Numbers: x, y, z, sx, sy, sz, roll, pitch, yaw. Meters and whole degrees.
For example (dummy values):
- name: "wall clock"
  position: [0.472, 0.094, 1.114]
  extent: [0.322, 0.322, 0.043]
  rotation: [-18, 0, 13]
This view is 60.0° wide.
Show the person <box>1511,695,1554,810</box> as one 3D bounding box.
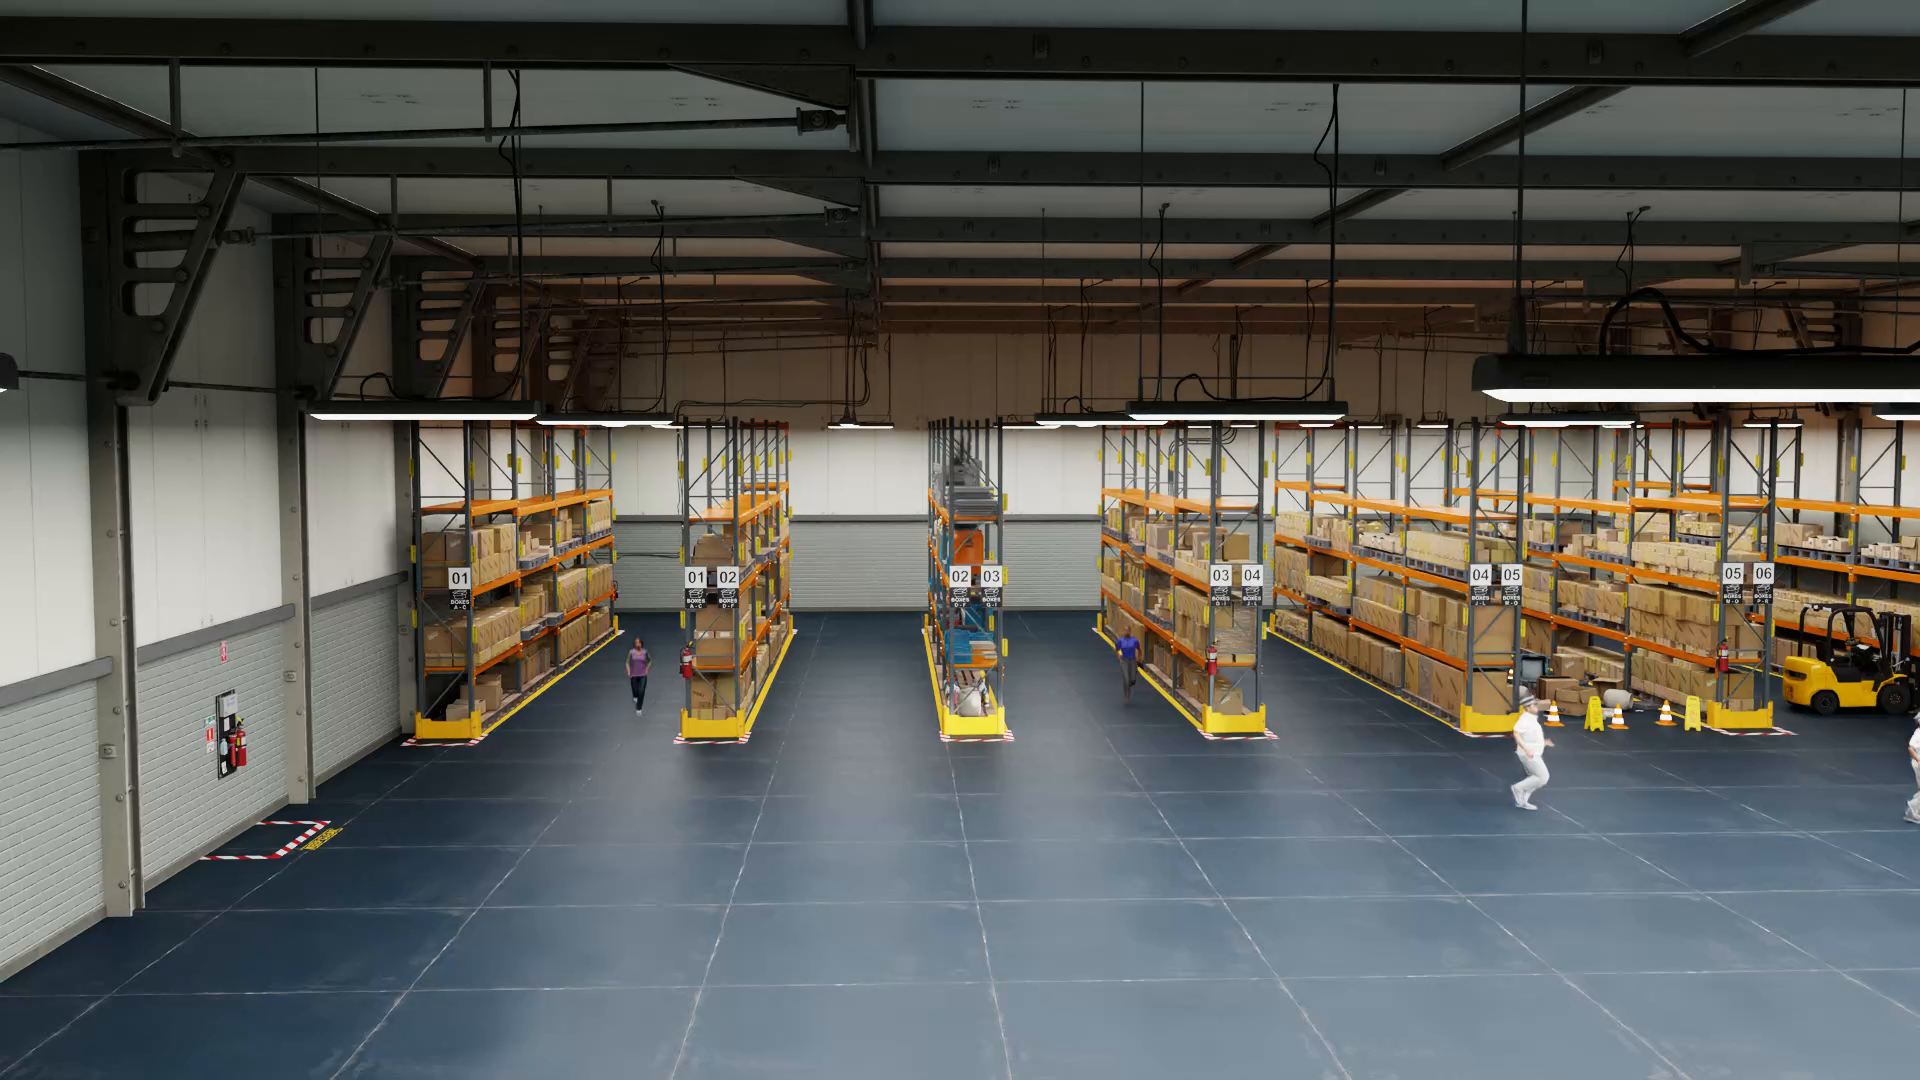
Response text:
- name: "person"
  position: [8.661, 3.213, 25.142]
  extent: [0.590, 1.743, 0.657]
  rotation: [2, 4, 23]

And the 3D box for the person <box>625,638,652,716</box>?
- name: "person"
  position: [-6.509, 2.760, 33.716]
  extent: [0.537, 1.548, 0.589]
  rotation: [-1, 4, -11]

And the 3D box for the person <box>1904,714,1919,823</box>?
- name: "person"
  position: [14.104, 3.309, 24.207]
  extent: [0.562, 1.661, 0.561]
  rotation: [2, 4, 28]

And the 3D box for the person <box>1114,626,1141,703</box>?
- name: "person"
  position: [3.564, 2.623, 35.292]
  extent: [0.575, 1.624, 0.528]
  rotation: [0, 4, 0]
